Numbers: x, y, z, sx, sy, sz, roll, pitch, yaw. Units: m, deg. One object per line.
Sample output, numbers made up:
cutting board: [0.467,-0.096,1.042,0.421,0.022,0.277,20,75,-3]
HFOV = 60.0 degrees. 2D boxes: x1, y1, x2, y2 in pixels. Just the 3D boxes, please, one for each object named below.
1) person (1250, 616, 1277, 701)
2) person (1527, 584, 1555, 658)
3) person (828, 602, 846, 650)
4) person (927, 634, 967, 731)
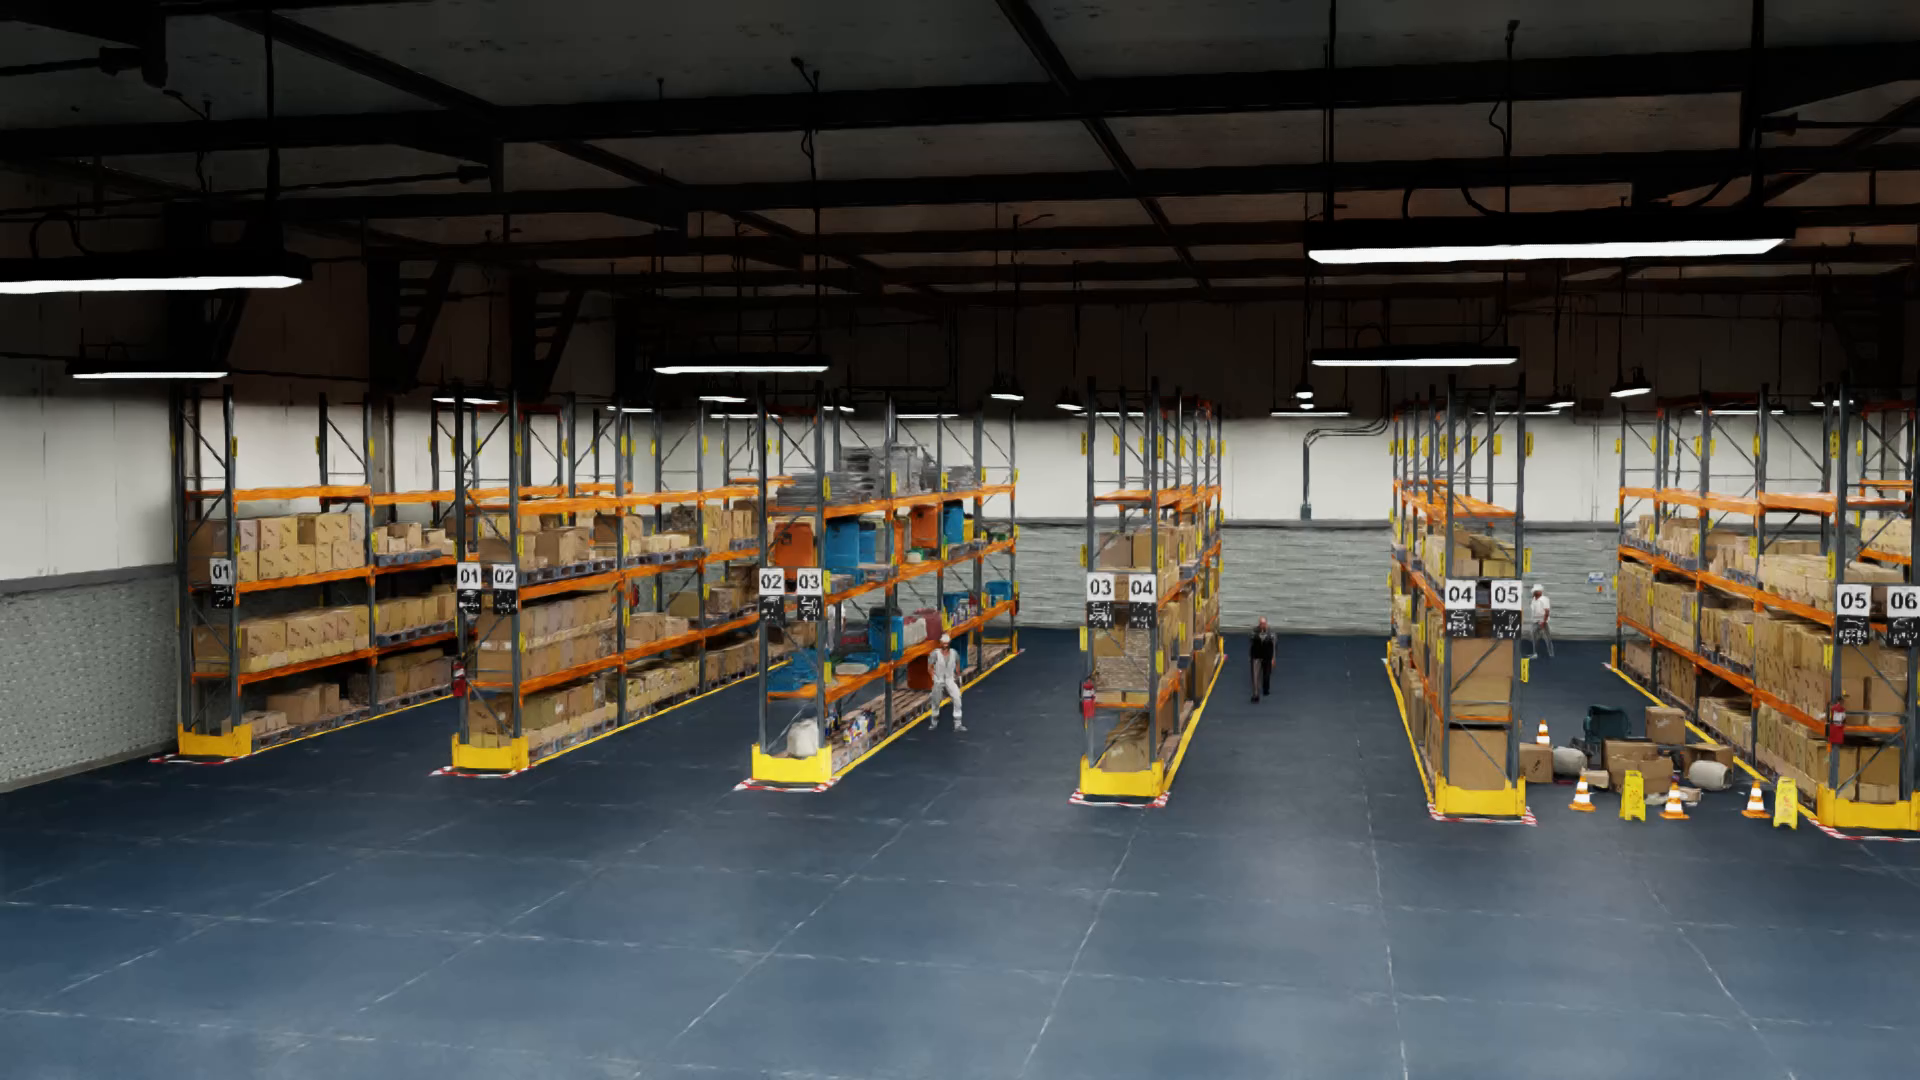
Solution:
person: [6.002,2.327,32.896,0.543,1.649,1.119,1,3,10]
person: [13.777,1.929,39.414,0.614,1.762,0.594,-1,3,-21]
person: [-2.846,2.031,38.451,0.463,1.625,0.998,1,3,11]
person: [-0.267,2.494,29.274,0.677,1.725,0.789,-1,3,-10]
